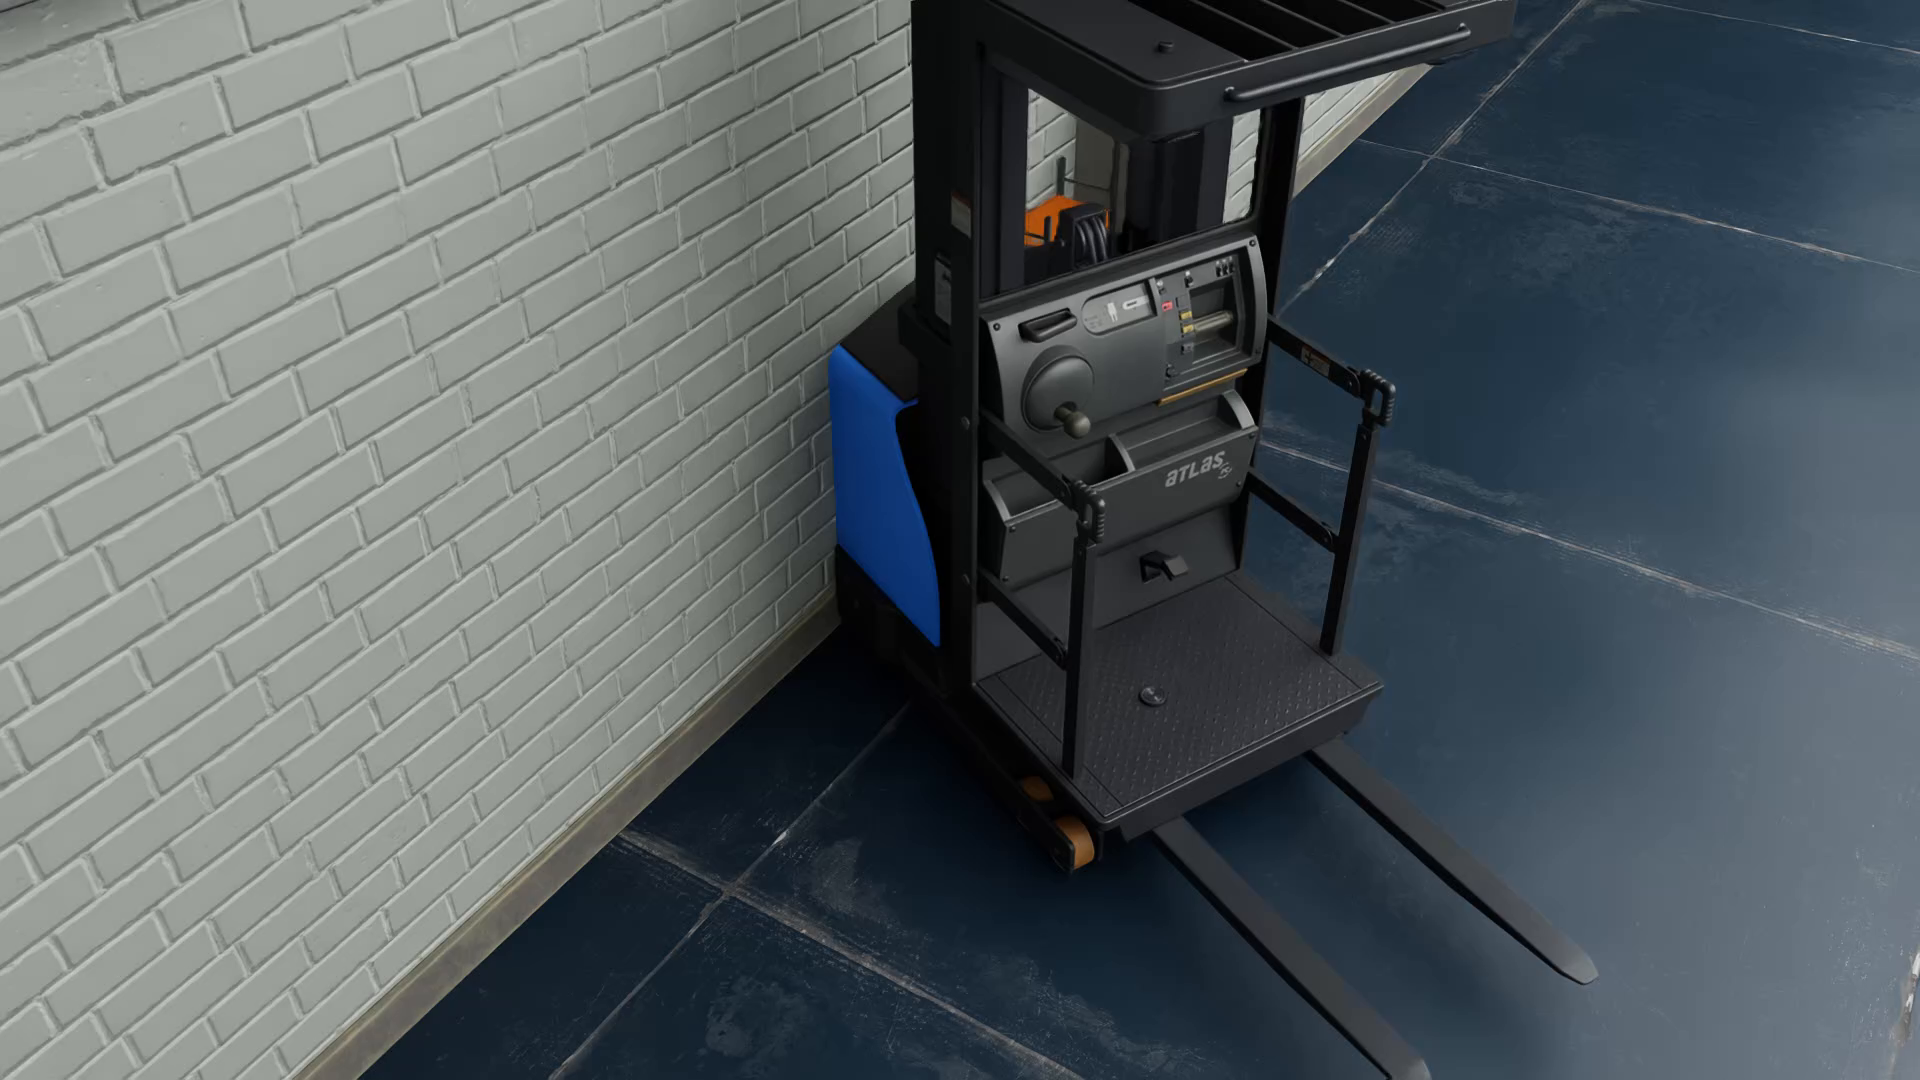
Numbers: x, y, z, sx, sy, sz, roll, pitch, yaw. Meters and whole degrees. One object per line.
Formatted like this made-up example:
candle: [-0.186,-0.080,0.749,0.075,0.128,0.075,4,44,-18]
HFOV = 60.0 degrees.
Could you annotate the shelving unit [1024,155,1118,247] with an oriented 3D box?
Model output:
shelving unit: [0.327,-0.769,6.245,0.258,1.200,0.503,21,40,25]

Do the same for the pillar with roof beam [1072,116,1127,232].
pillar with roof beam: [4.296,-2.768,2.469,9.100,9.000,0.400,21,42,25]

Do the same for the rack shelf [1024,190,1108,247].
rack shelf: [0.334,-1.090,6.019,0.258,0.148,0.480,21,40,25]

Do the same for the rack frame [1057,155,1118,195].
rack frame: [0.457,-0.886,6.415,0.240,1.200,0.015,21,40,25]

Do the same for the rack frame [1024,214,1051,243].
rack frame: [0.196,-0.652,6.075,0.240,1.200,0.015,21,40,25]

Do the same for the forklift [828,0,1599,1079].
forklift: [0.598,-0.505,4.505,1.130,2.935,3.031,-21,42,-25]
